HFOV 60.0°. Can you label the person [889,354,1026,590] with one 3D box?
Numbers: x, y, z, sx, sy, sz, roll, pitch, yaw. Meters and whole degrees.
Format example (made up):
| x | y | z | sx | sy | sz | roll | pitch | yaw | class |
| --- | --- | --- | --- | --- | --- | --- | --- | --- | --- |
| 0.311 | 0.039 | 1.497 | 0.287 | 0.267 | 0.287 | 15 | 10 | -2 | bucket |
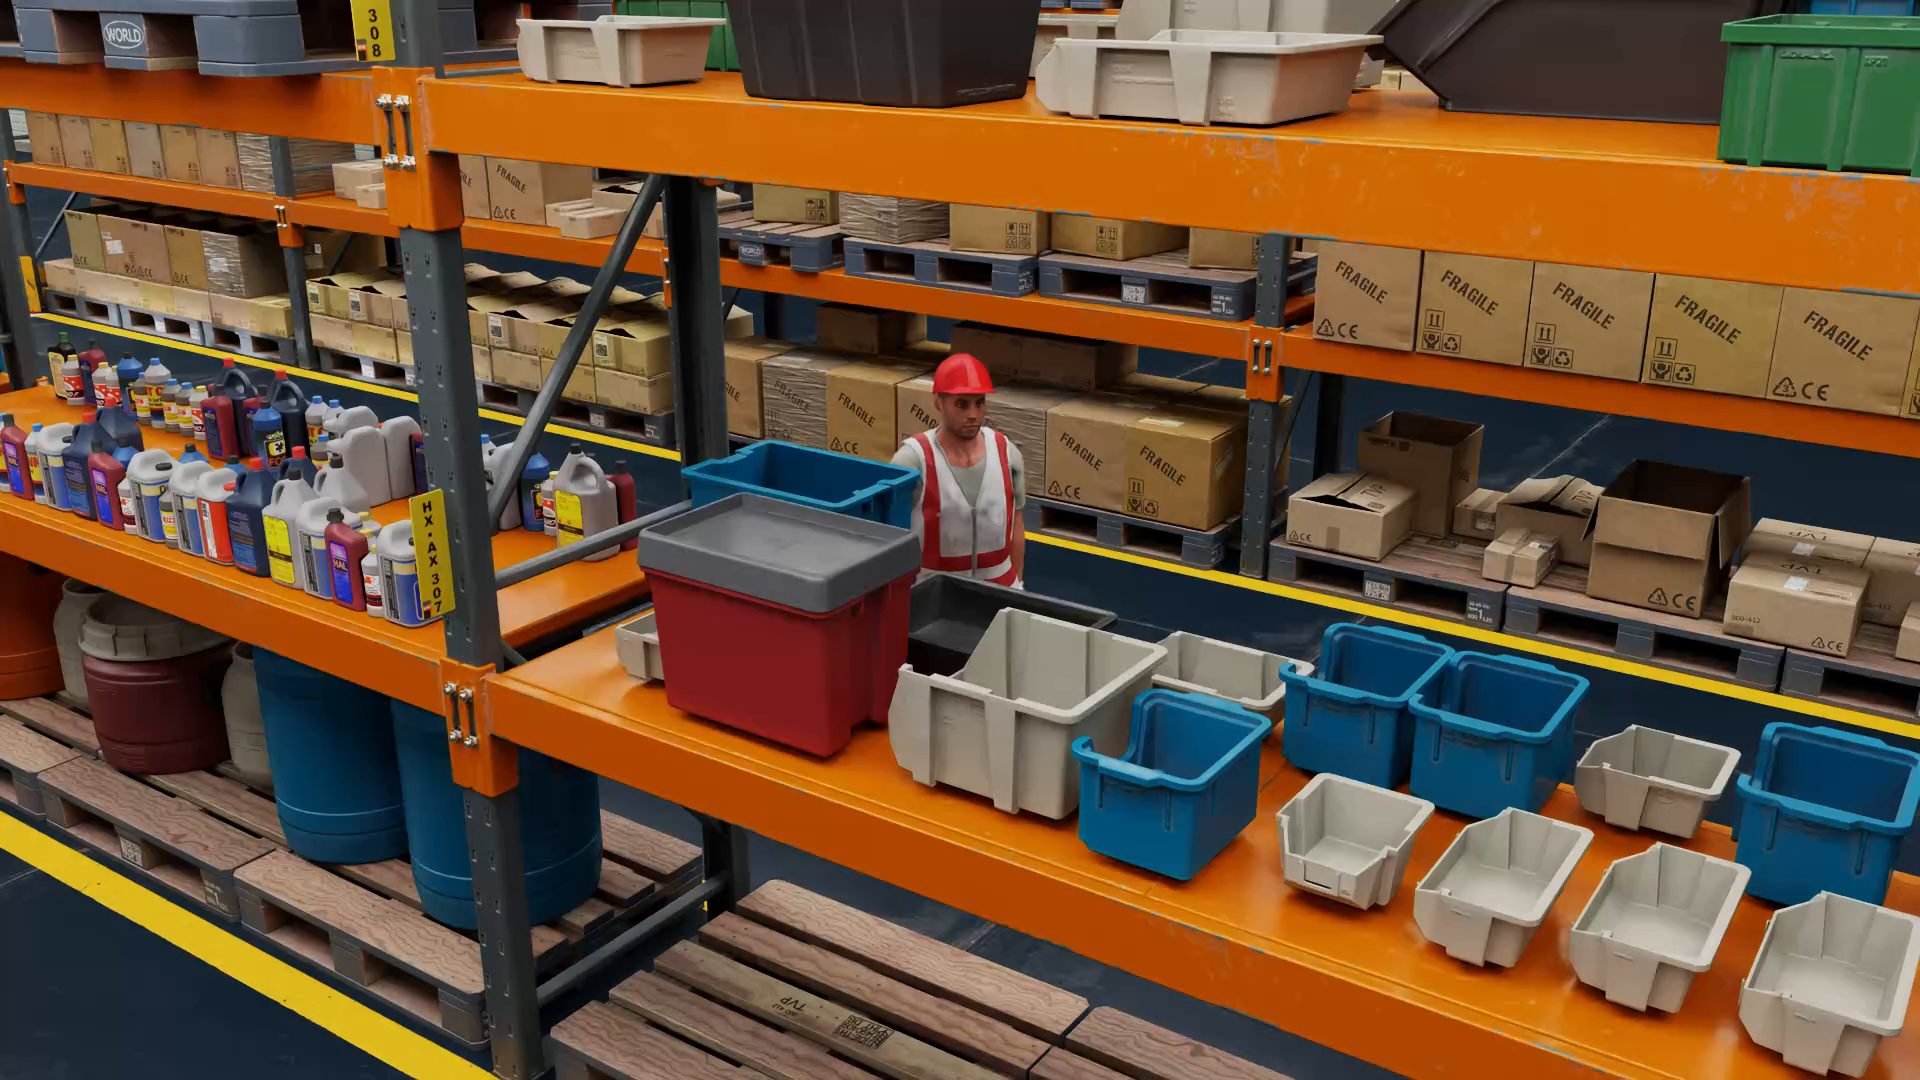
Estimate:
| x | y | z | sx | sy | sz | roll | pitch | yaw | class |
| --- | --- | --- | --- | --- | --- | --- | --- | --- | --- |
| 0.042 | 0.258 | 5.794 | 0.551 | 1.786 | 0.633 | -8 | 21 | -21 | person |
